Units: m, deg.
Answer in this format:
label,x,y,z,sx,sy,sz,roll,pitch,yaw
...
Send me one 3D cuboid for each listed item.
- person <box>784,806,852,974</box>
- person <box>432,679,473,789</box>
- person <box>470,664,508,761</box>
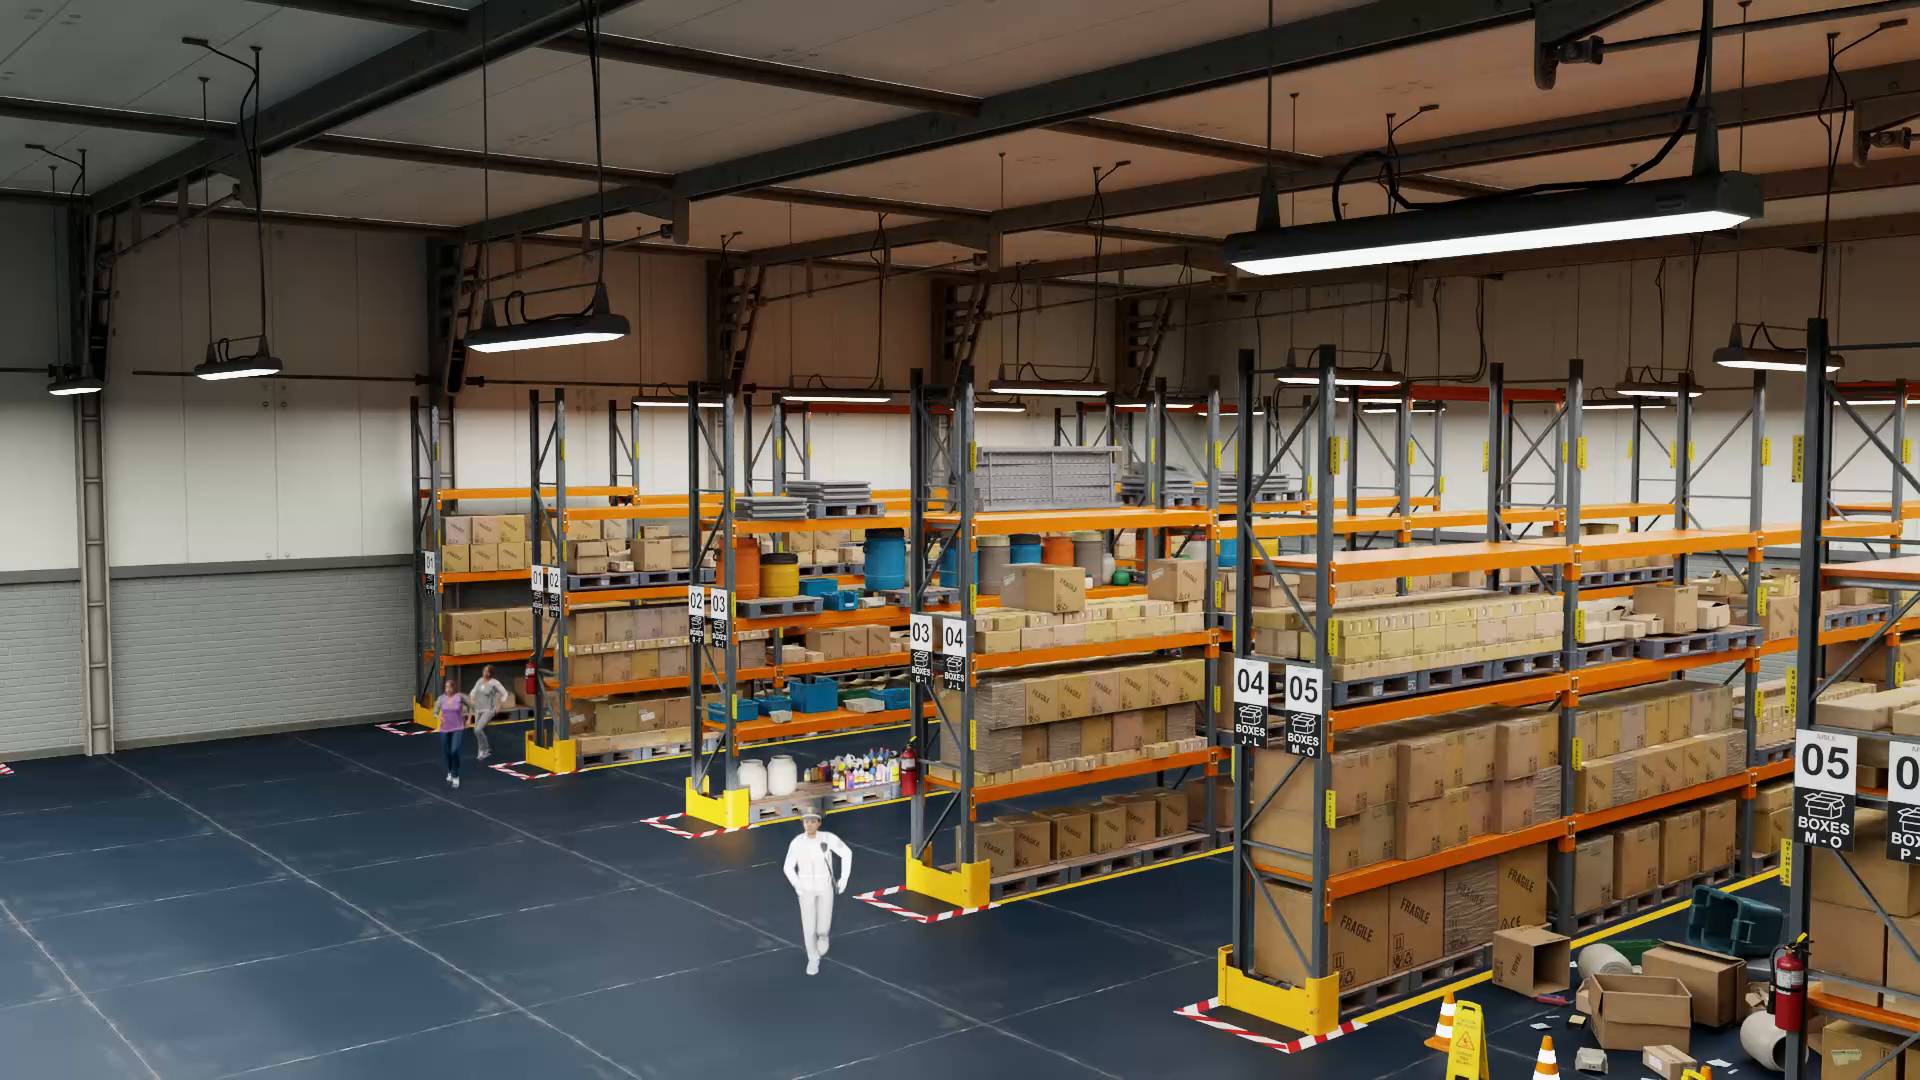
label,x,y,z,sx,sy,sz,roll,pitch,yaw
person,-1.390,3.396,16.110,0.645,1.655,0.585,0,3,3
person,-7.624,2.999,24.973,0.555,1.452,0.707,0,3,-5
person,-7.668,2.793,26.887,0.614,1.568,0.564,1,4,22
